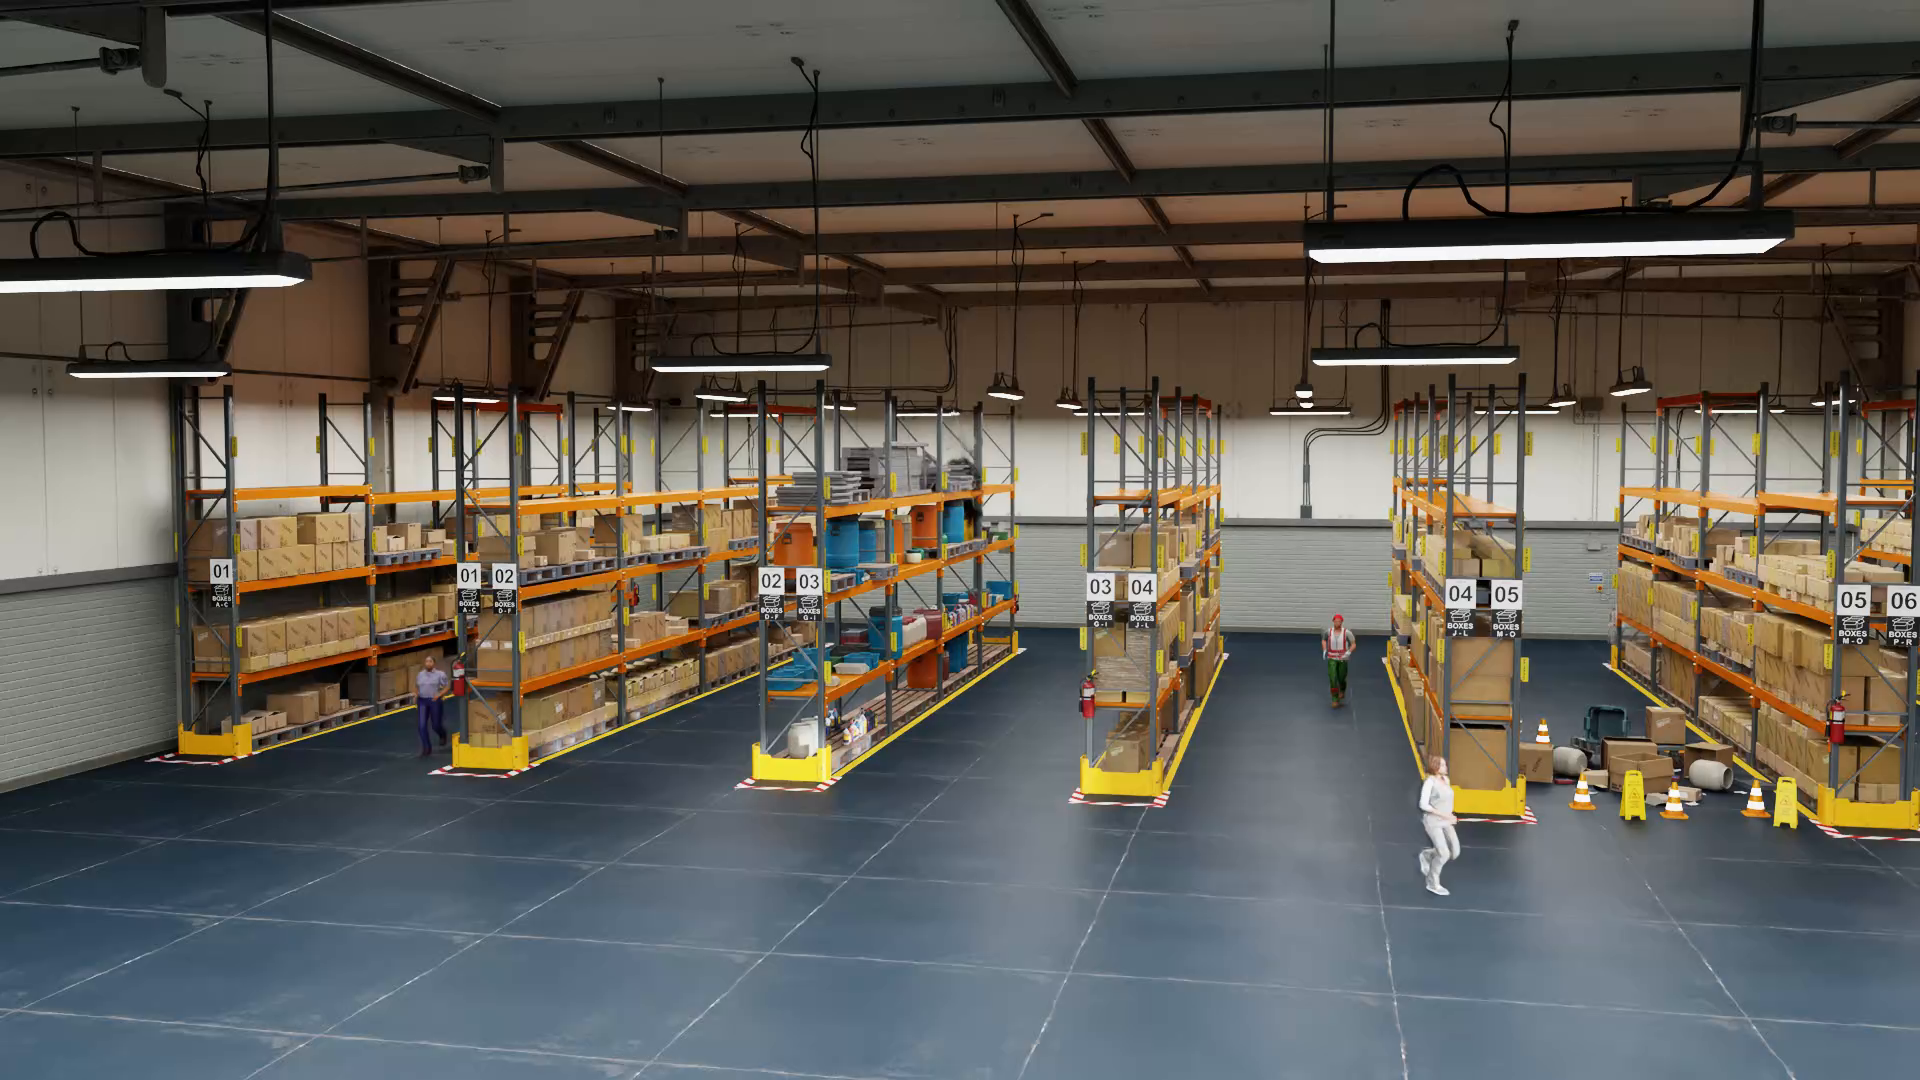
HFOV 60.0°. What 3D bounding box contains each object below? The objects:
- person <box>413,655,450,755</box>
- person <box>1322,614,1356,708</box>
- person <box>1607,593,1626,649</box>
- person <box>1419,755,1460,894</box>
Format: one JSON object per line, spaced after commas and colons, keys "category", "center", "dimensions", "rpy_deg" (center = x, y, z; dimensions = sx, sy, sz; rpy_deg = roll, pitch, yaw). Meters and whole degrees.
{"category": "person", "center": [-8.646, 2.683, 27.156], "dimensions": [0.611, 1.597, 0.639], "rpy_deg": [0, 3, 0]}
{"category": "person", "center": [7.330, 2.321, 32.210], "dimensions": [0.668, 1.786, 0.892], "rpy_deg": [1, 3, 18]}
{"category": "person", "center": [15.381, 2.026, 38.846], "dimensions": [0.507, 1.609, 0.665], "rpy_deg": [2, 4, 34]}
{"category": "person", "center": [5.355, 3.189, 18.656], "dimensions": [0.539, 1.558, 0.546], "rpy_deg": [-3, 4, -42]}
